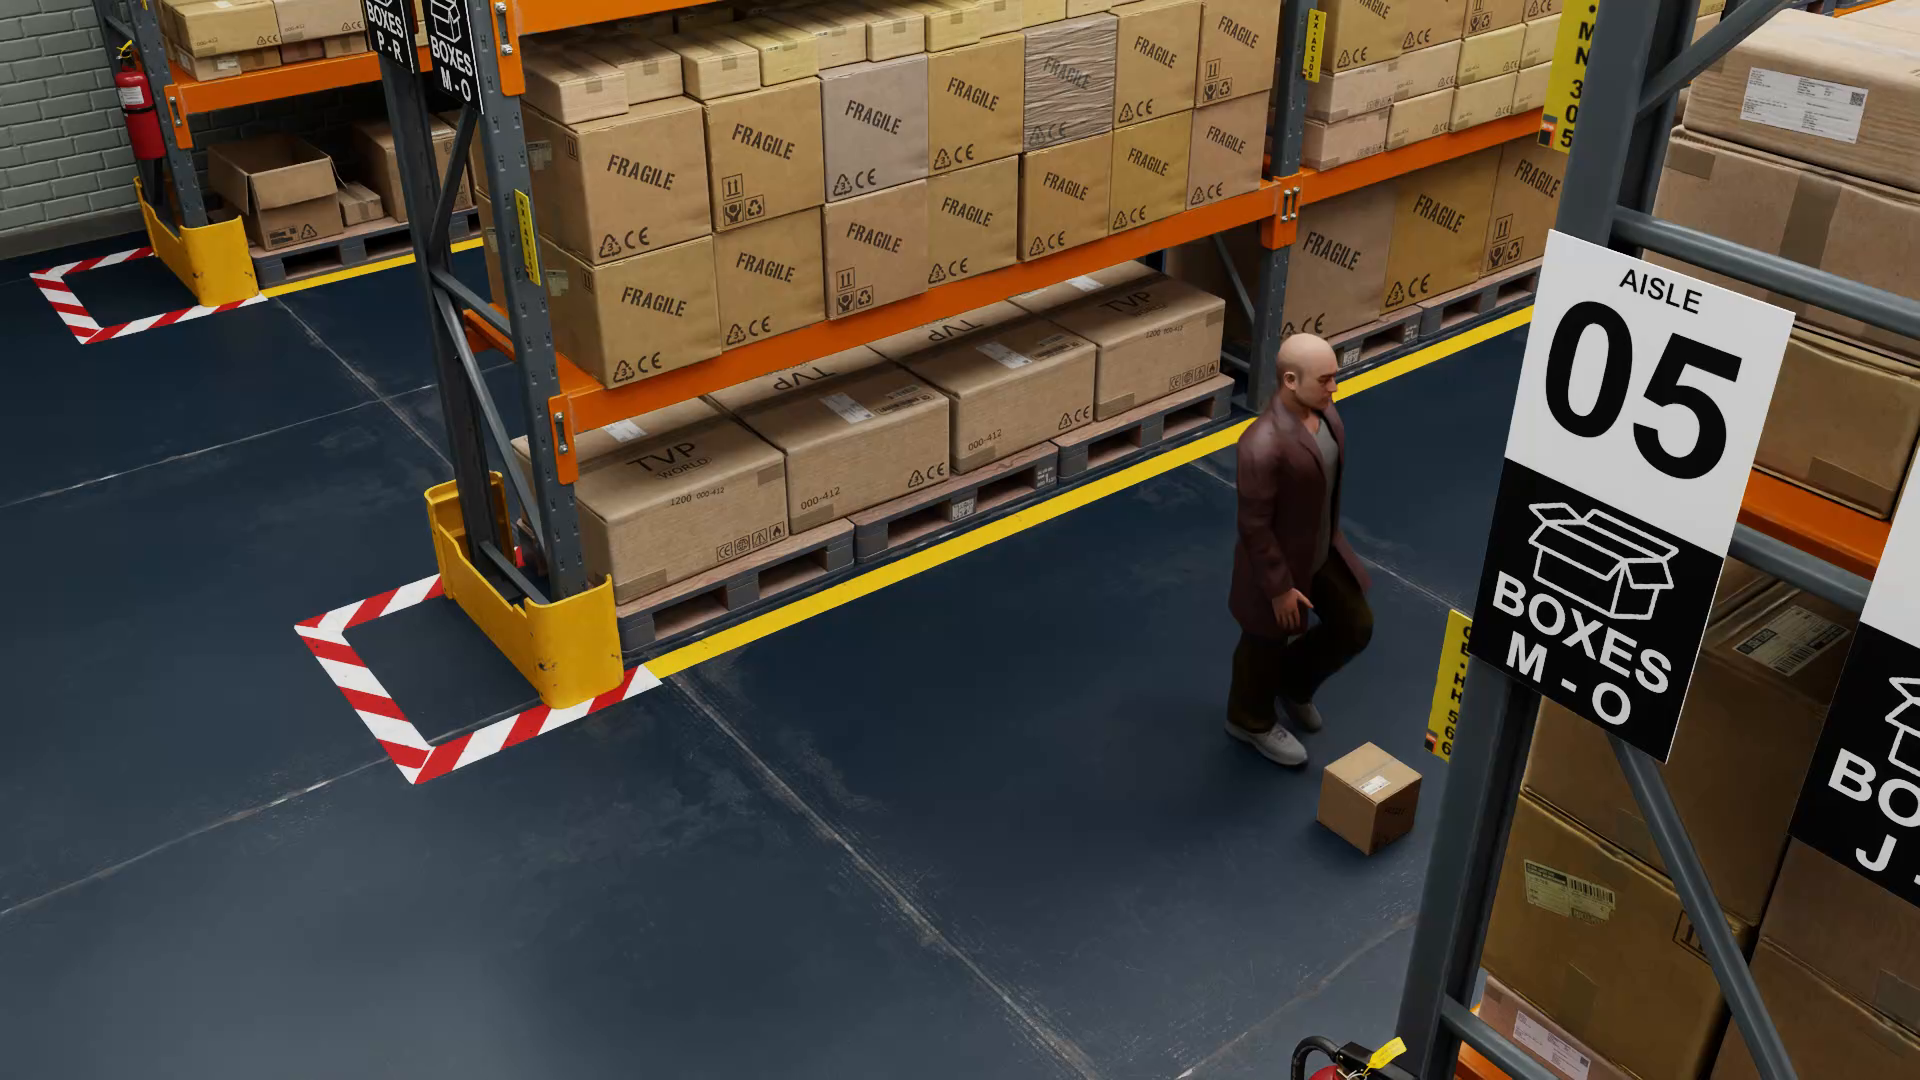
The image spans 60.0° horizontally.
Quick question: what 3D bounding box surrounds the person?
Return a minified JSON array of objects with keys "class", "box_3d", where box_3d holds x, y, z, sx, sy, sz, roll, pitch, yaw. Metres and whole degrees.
[{"class":"person","box_3d":[1.196,0.092,6.005,0.527,1.818,0.636,27,41,36]}]
